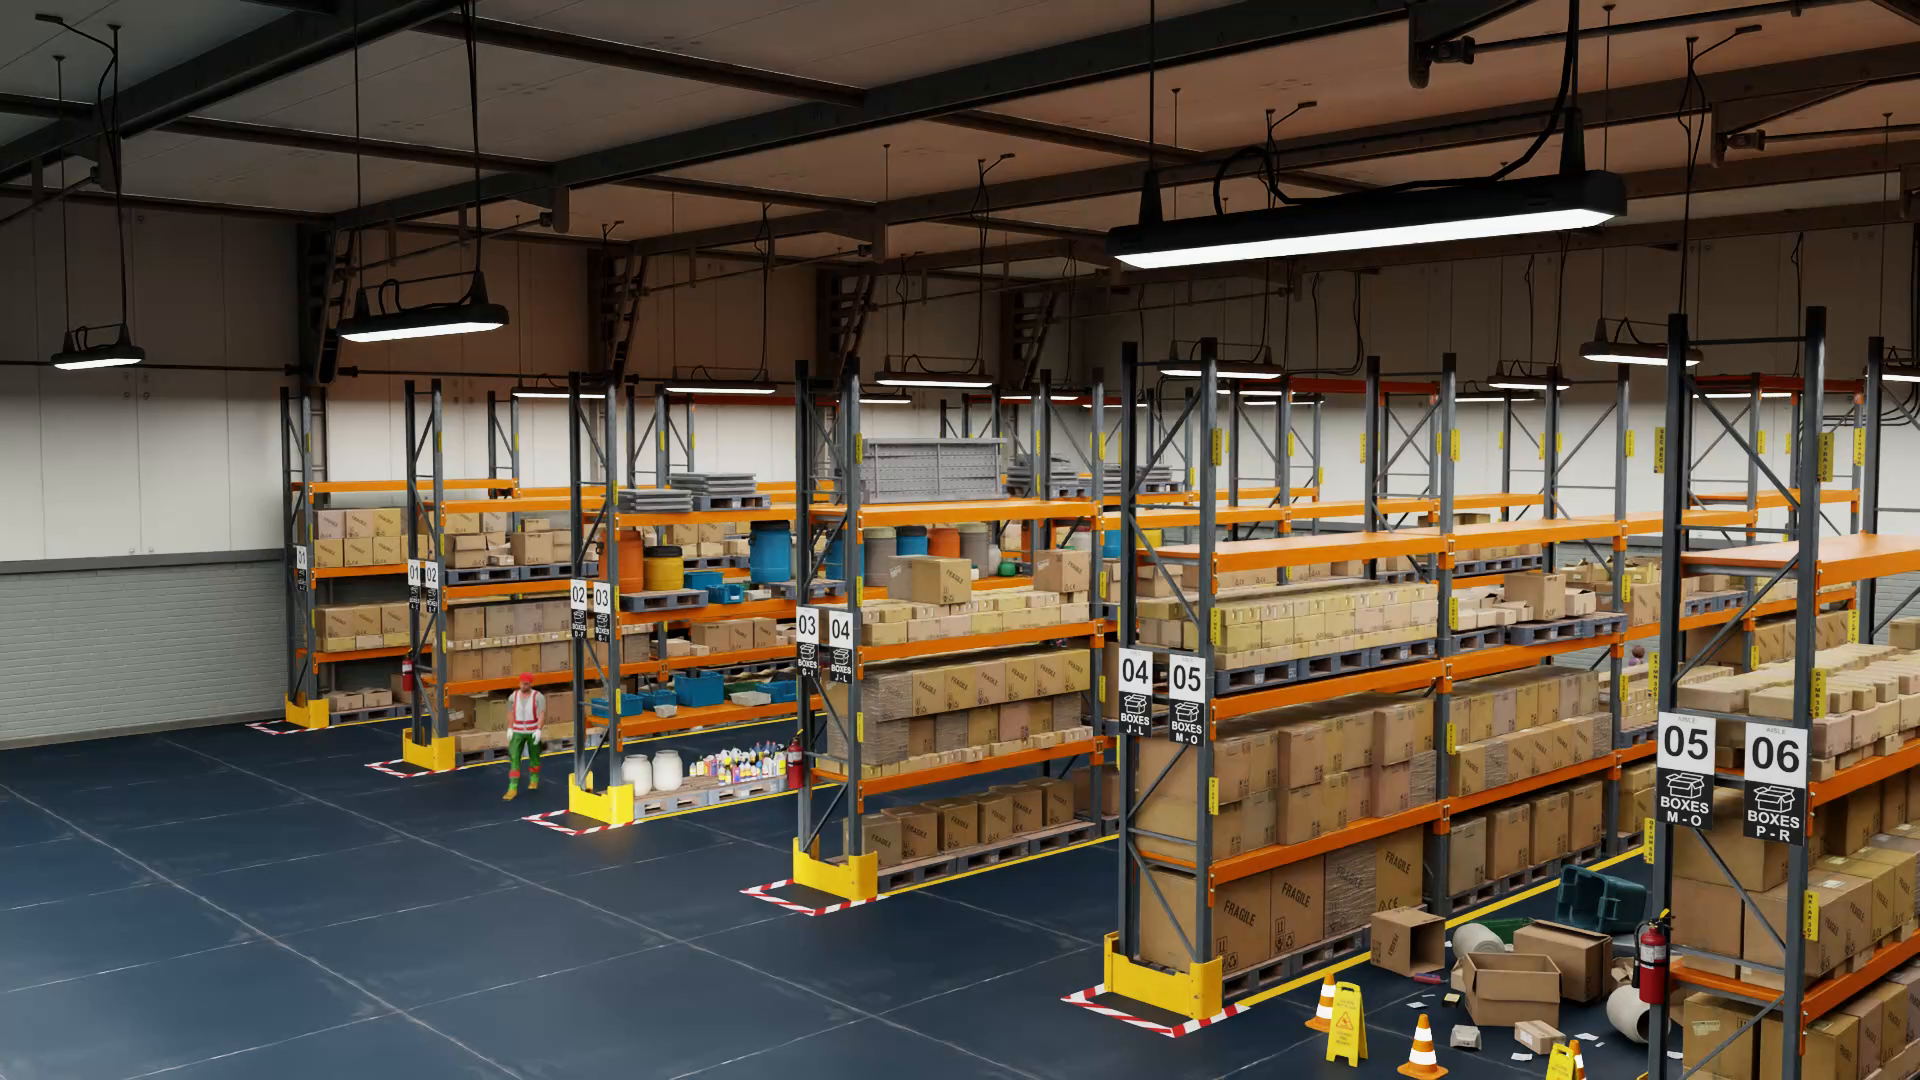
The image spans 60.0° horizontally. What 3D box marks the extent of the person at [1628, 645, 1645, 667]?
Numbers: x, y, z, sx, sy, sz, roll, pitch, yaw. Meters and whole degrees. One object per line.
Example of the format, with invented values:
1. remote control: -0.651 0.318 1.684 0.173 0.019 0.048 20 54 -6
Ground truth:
1. person: 11.418 2.569 28.024 0.372 1.602 0.467 0 4 0

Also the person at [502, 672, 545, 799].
1. person: -6.204 2.748 23.726 0.562 1.741 0.941 0 4 -8
